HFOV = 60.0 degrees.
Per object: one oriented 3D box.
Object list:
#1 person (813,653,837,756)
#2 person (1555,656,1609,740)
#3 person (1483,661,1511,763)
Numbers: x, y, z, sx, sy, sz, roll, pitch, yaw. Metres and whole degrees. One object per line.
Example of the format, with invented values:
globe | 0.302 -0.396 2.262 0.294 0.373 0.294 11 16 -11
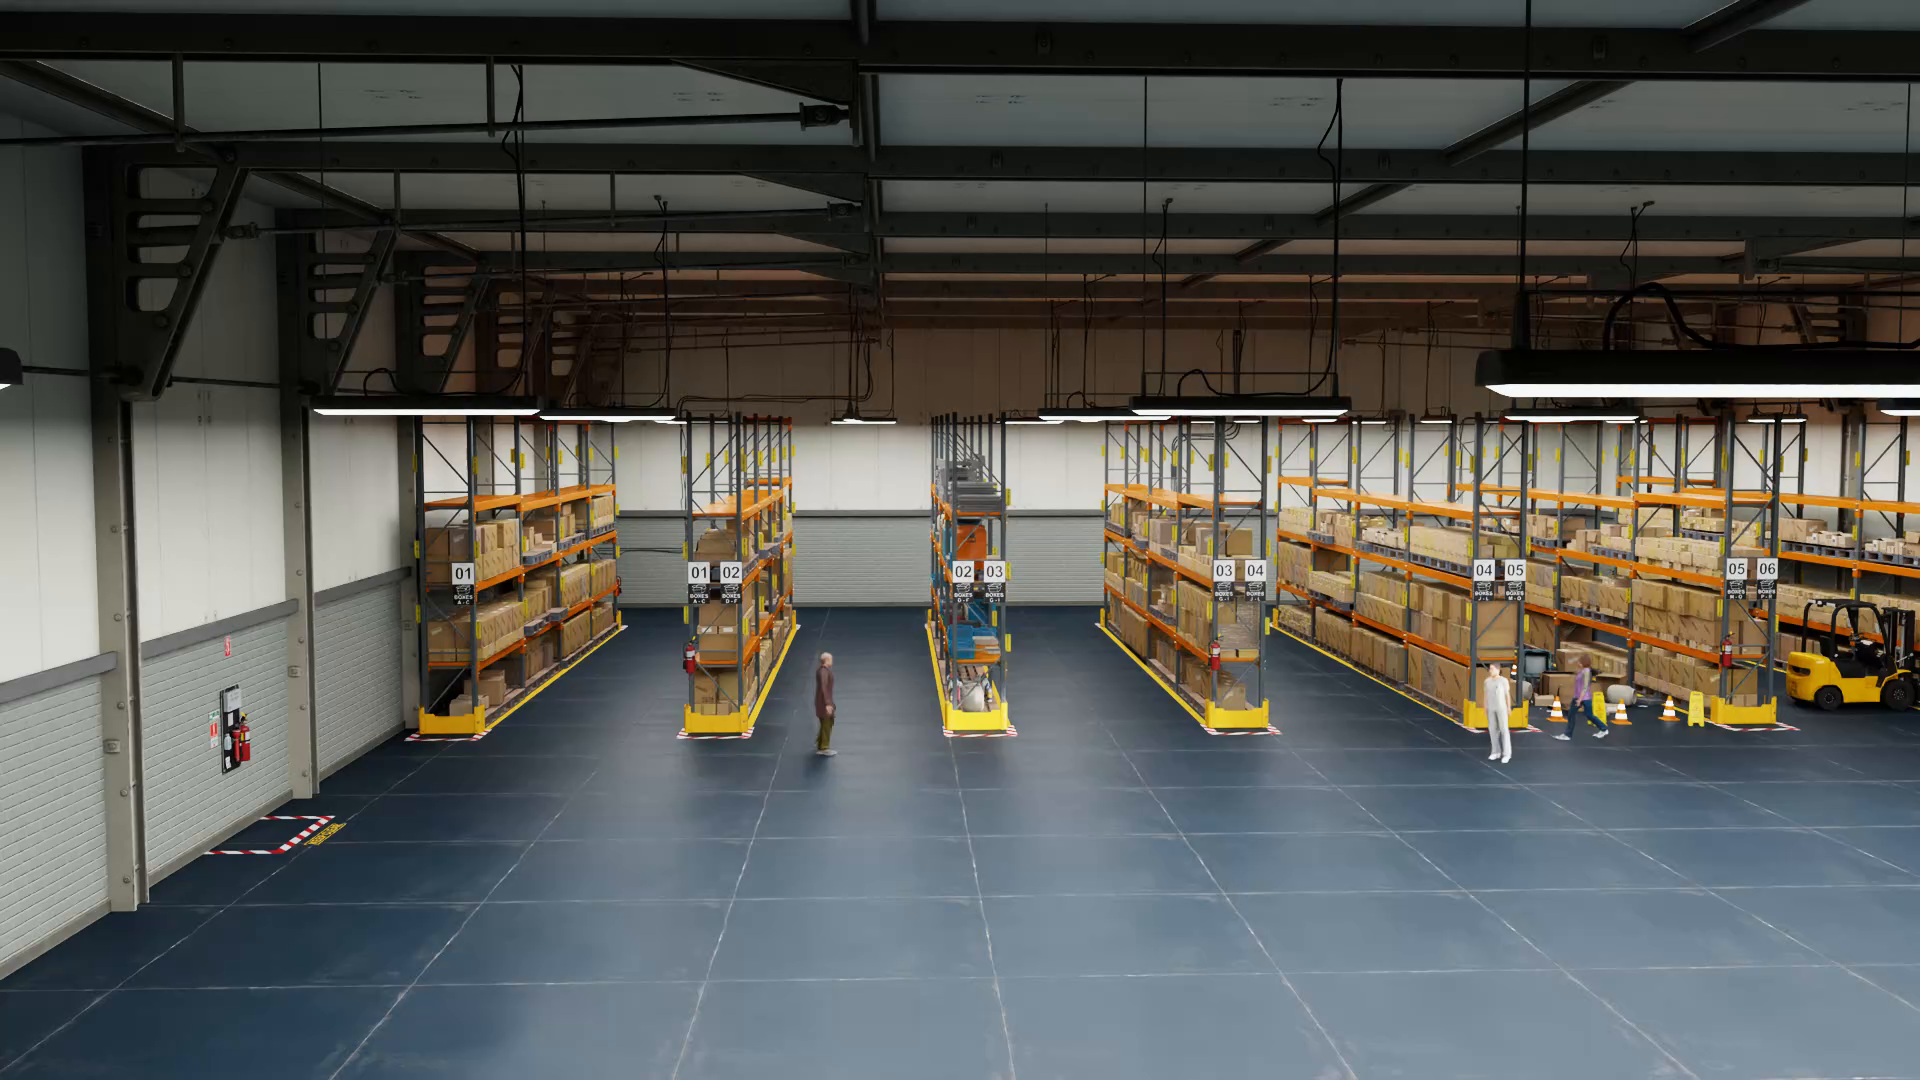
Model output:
person | -2.365 2.893 29.094 0.407 1.845 0.680 -1 4 -8
person | 11.352 2.876 30.260 0.926 1.556 0.401 -1 4 -13
person | 9.237 2.945 28.621 0.537 1.701 0.418 3 5 42
